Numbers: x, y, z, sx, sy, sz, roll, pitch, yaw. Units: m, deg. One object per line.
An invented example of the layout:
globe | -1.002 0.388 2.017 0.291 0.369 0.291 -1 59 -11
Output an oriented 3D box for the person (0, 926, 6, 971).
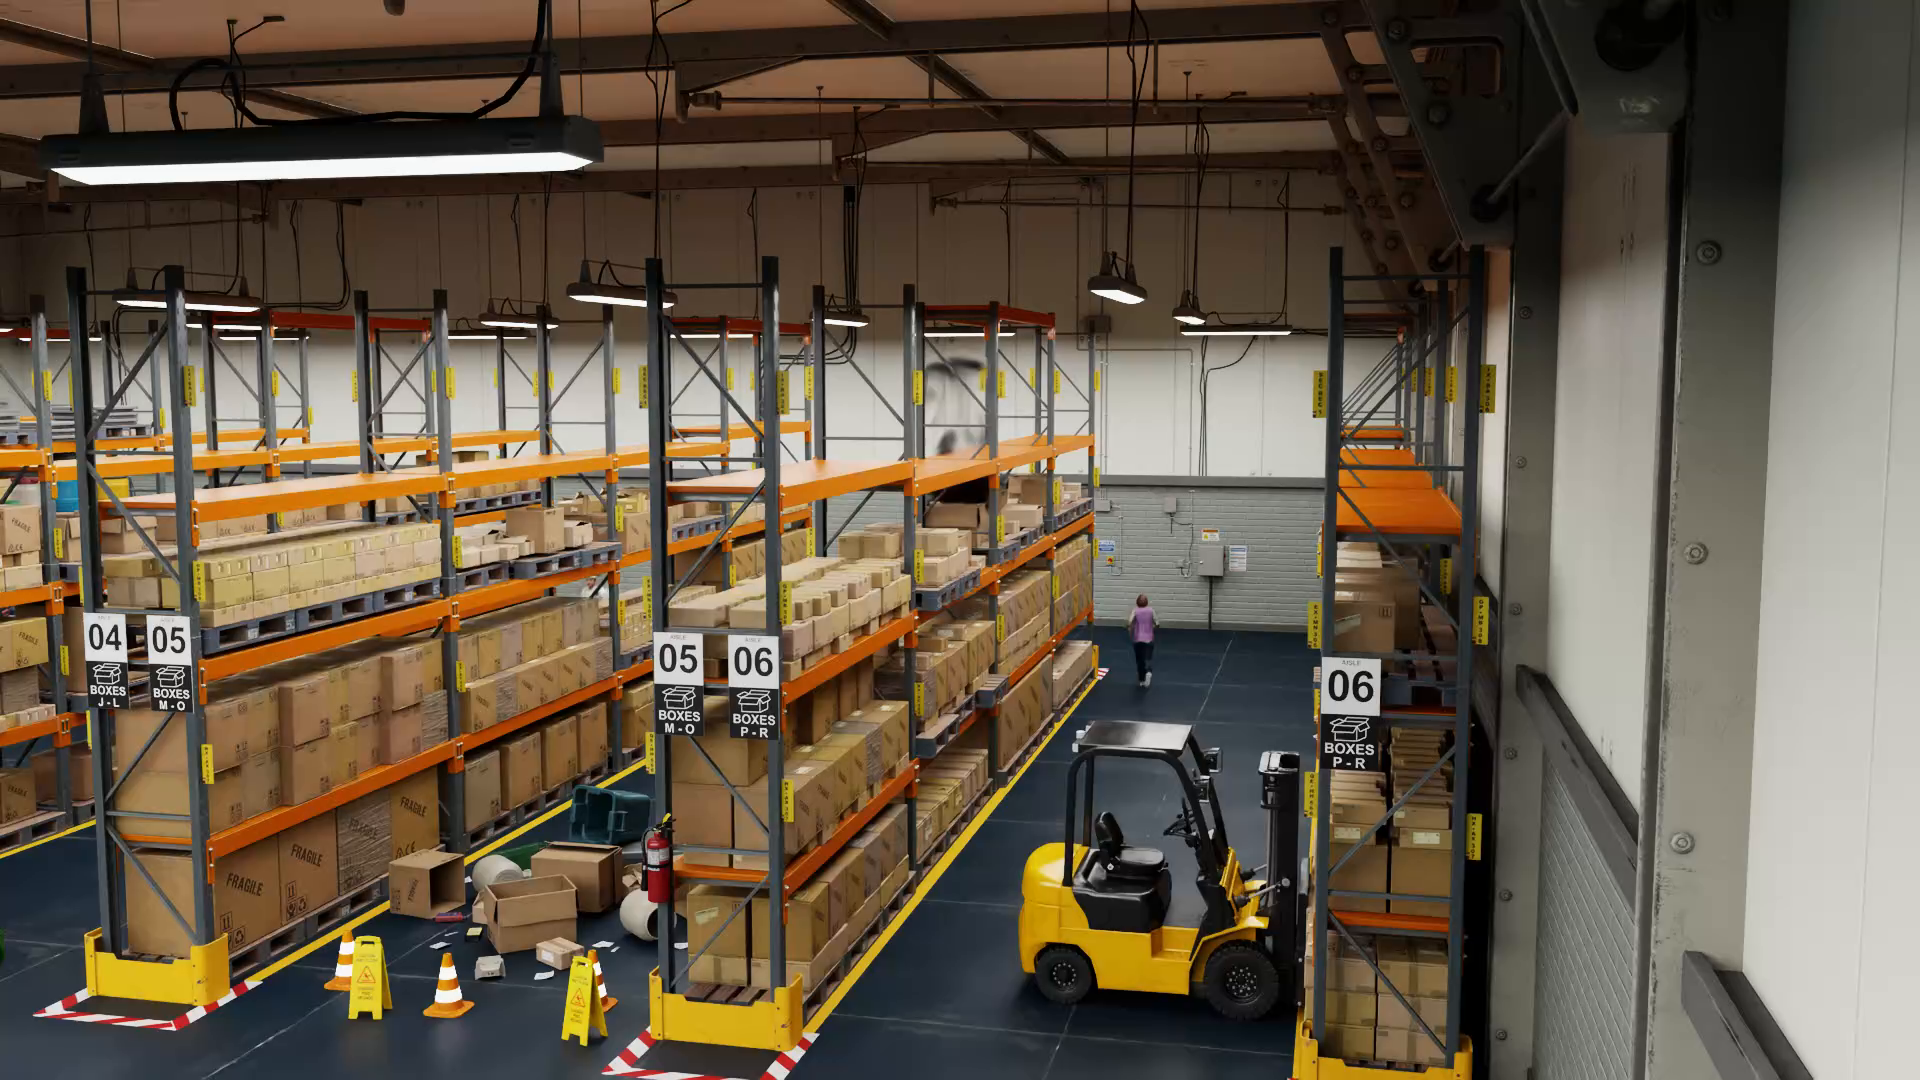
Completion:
person | -7.900 2.964 13.120 0.664 1.784 0.671 4 7 35

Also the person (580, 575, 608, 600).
person | -6.401 1.399 29.094 0.657 1.726 0.834 1 6 7

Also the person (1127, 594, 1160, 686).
person | 2.961 1.665 26.892 0.549 1.556 0.991 0 6 3
